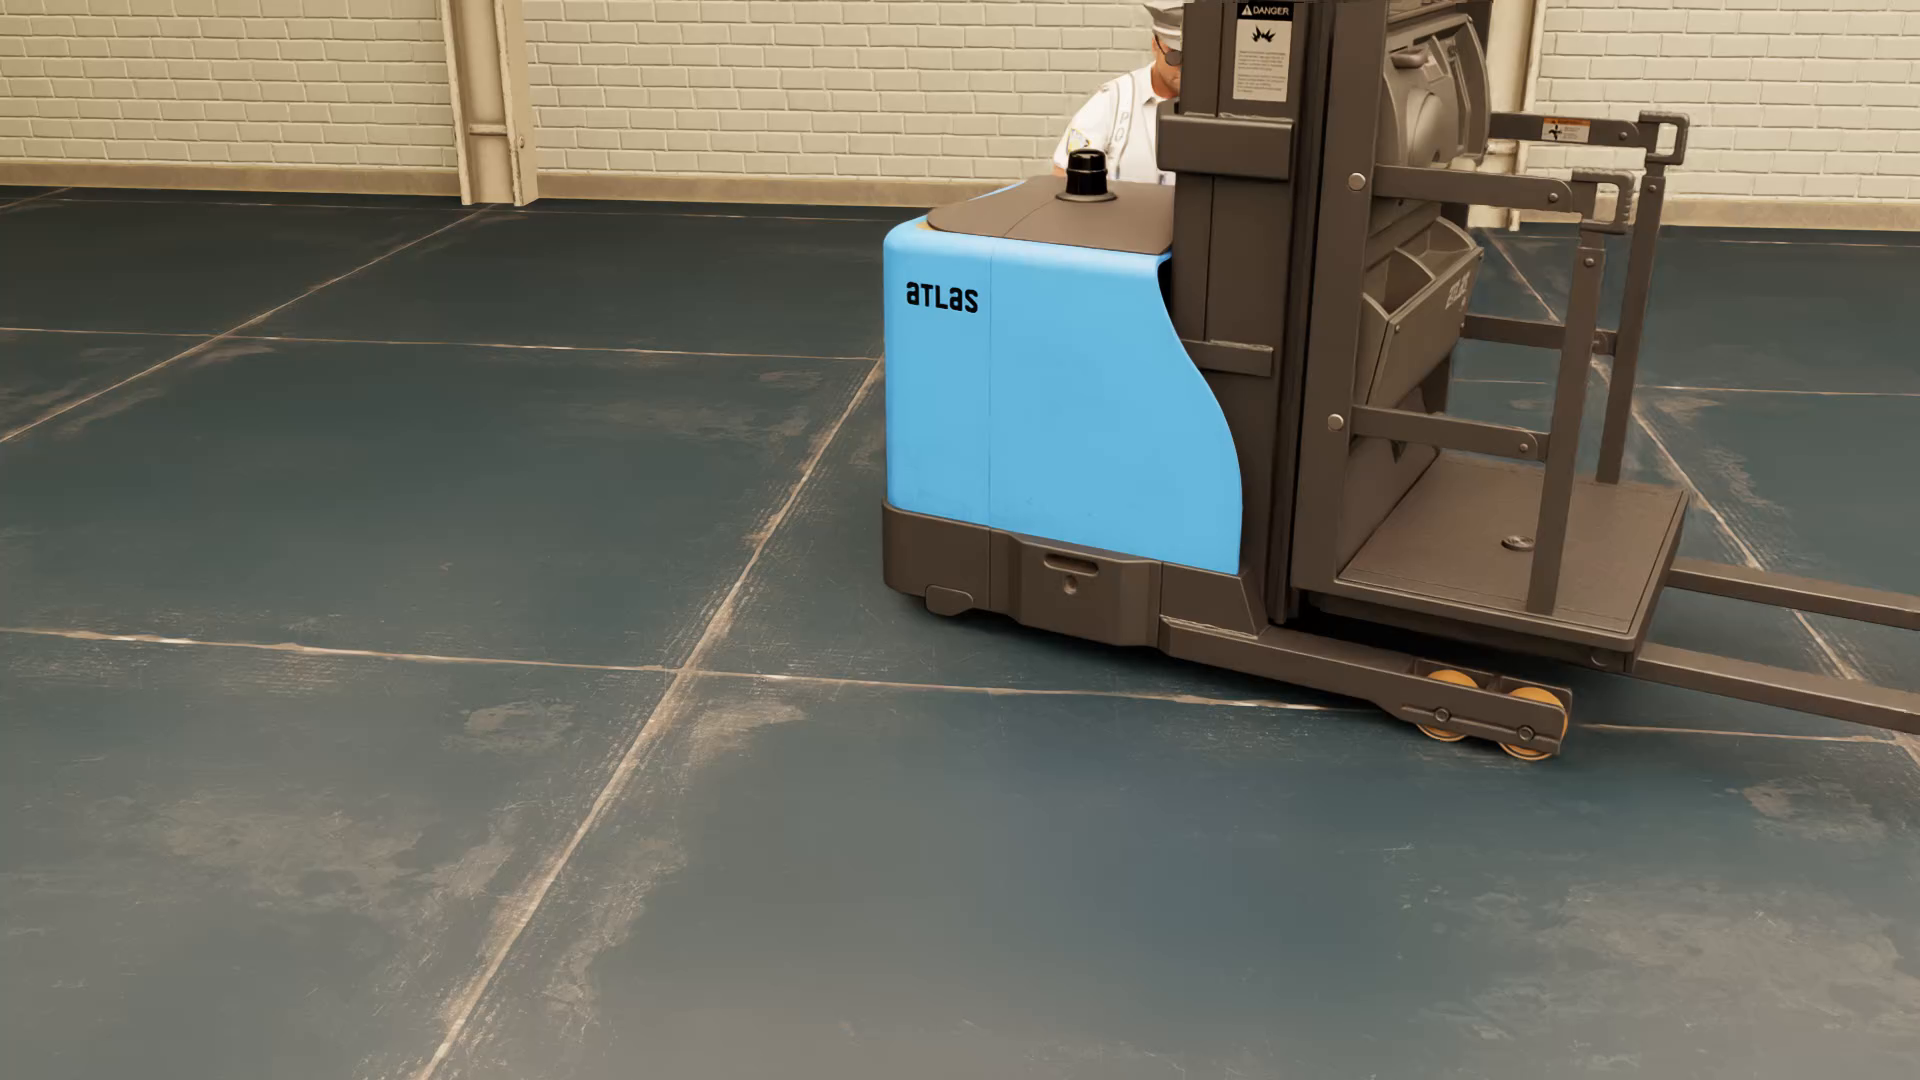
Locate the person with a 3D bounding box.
[{"bbox_3d":[0.663,-0.834,5.156,0.972,1.627,0.721,1,22,2],"label":"person"}]

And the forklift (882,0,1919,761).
[{"bbox_3d":[1.327,-1.071,3.912,3.031,2.935,1.130,11,25,26],"label":"forklift"}]
